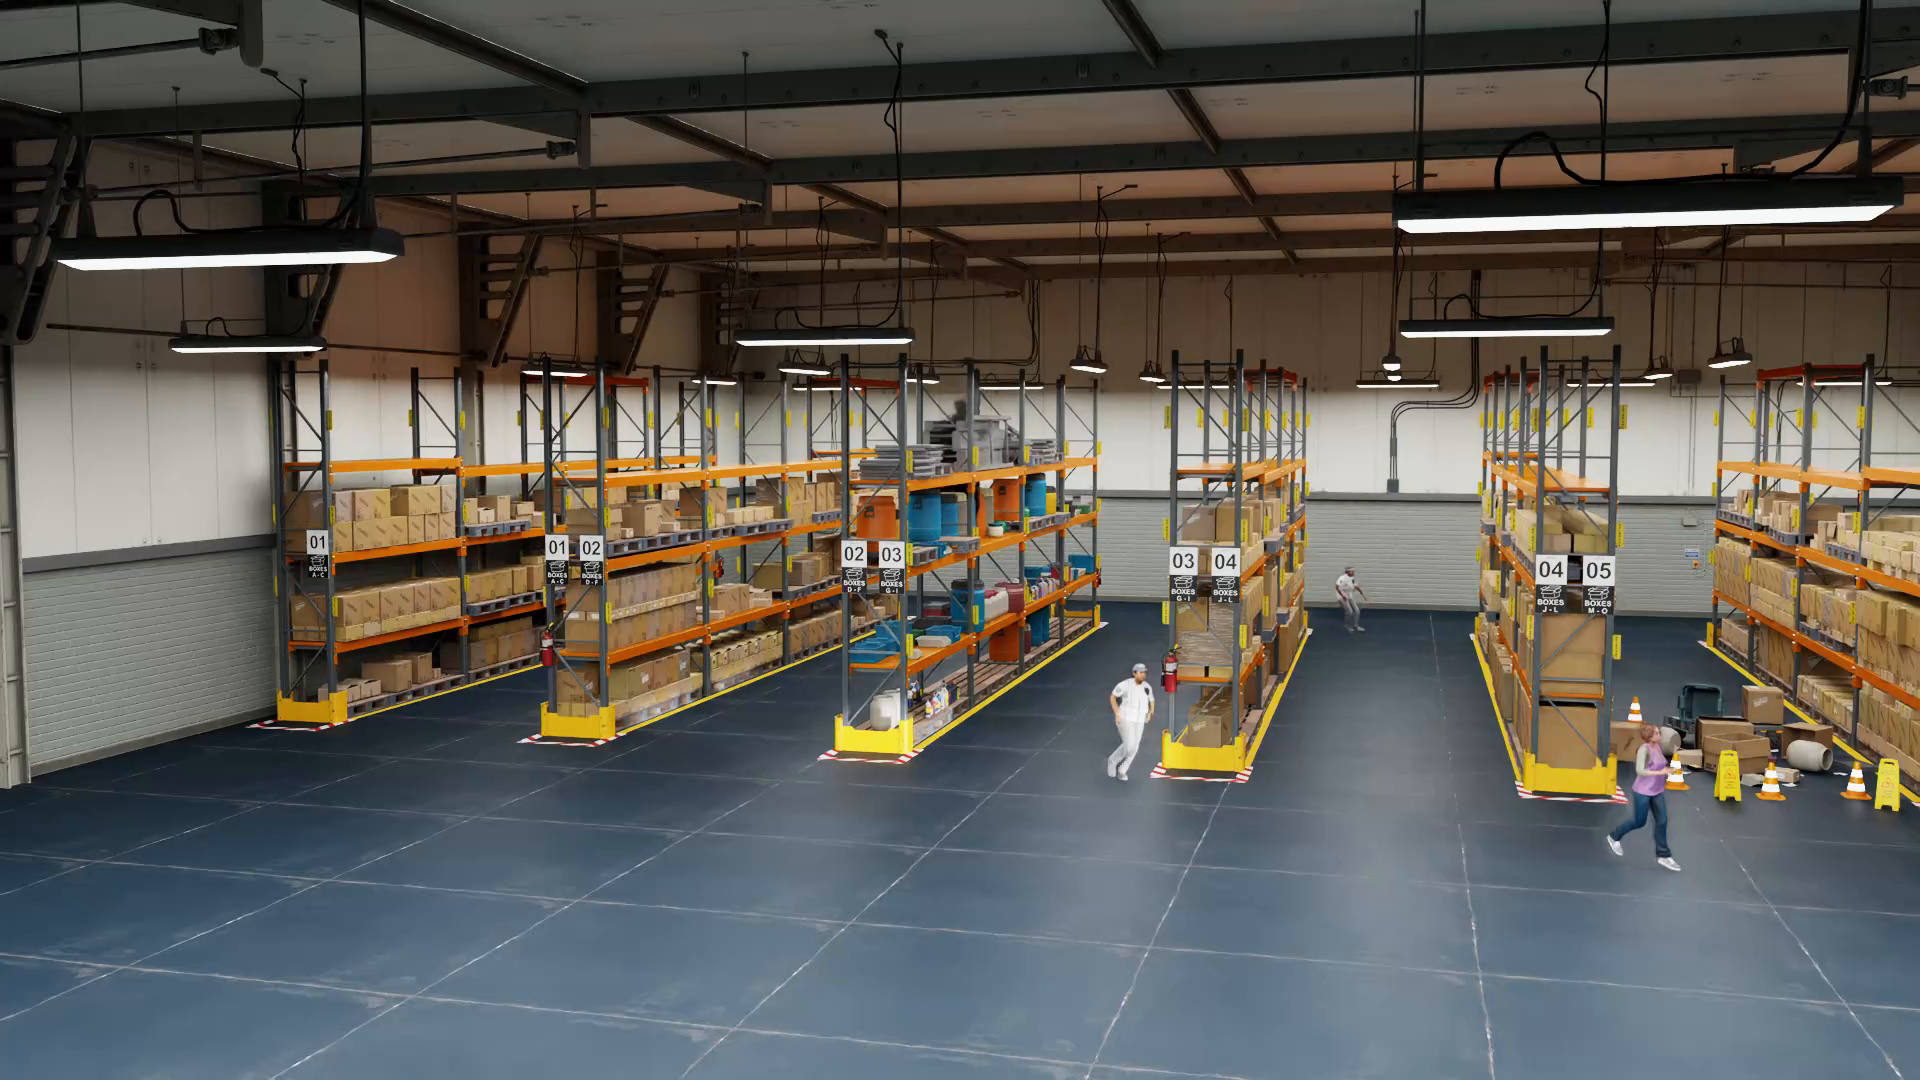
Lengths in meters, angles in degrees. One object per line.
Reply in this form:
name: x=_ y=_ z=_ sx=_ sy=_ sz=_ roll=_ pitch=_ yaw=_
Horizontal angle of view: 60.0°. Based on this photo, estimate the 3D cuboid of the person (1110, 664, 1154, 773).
person: x=2.438 y=2.500 z=23.199 sx=0.624 sy=1.551 sz=0.474 roll=-2 pitch=4 yaw=-23

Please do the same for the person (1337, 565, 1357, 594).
person: x=9.187 y=0.982 z=39.299 sx=0.621 sy=0.780 sz=0.325 roll=-3 pitch=5 yaw=-34

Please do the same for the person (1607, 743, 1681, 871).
person: x=7.697 y=2.949 z=18.663 sx=0.345 sy=1.377 sz=0.859 roll=-3 pitch=5 yaw=-37
